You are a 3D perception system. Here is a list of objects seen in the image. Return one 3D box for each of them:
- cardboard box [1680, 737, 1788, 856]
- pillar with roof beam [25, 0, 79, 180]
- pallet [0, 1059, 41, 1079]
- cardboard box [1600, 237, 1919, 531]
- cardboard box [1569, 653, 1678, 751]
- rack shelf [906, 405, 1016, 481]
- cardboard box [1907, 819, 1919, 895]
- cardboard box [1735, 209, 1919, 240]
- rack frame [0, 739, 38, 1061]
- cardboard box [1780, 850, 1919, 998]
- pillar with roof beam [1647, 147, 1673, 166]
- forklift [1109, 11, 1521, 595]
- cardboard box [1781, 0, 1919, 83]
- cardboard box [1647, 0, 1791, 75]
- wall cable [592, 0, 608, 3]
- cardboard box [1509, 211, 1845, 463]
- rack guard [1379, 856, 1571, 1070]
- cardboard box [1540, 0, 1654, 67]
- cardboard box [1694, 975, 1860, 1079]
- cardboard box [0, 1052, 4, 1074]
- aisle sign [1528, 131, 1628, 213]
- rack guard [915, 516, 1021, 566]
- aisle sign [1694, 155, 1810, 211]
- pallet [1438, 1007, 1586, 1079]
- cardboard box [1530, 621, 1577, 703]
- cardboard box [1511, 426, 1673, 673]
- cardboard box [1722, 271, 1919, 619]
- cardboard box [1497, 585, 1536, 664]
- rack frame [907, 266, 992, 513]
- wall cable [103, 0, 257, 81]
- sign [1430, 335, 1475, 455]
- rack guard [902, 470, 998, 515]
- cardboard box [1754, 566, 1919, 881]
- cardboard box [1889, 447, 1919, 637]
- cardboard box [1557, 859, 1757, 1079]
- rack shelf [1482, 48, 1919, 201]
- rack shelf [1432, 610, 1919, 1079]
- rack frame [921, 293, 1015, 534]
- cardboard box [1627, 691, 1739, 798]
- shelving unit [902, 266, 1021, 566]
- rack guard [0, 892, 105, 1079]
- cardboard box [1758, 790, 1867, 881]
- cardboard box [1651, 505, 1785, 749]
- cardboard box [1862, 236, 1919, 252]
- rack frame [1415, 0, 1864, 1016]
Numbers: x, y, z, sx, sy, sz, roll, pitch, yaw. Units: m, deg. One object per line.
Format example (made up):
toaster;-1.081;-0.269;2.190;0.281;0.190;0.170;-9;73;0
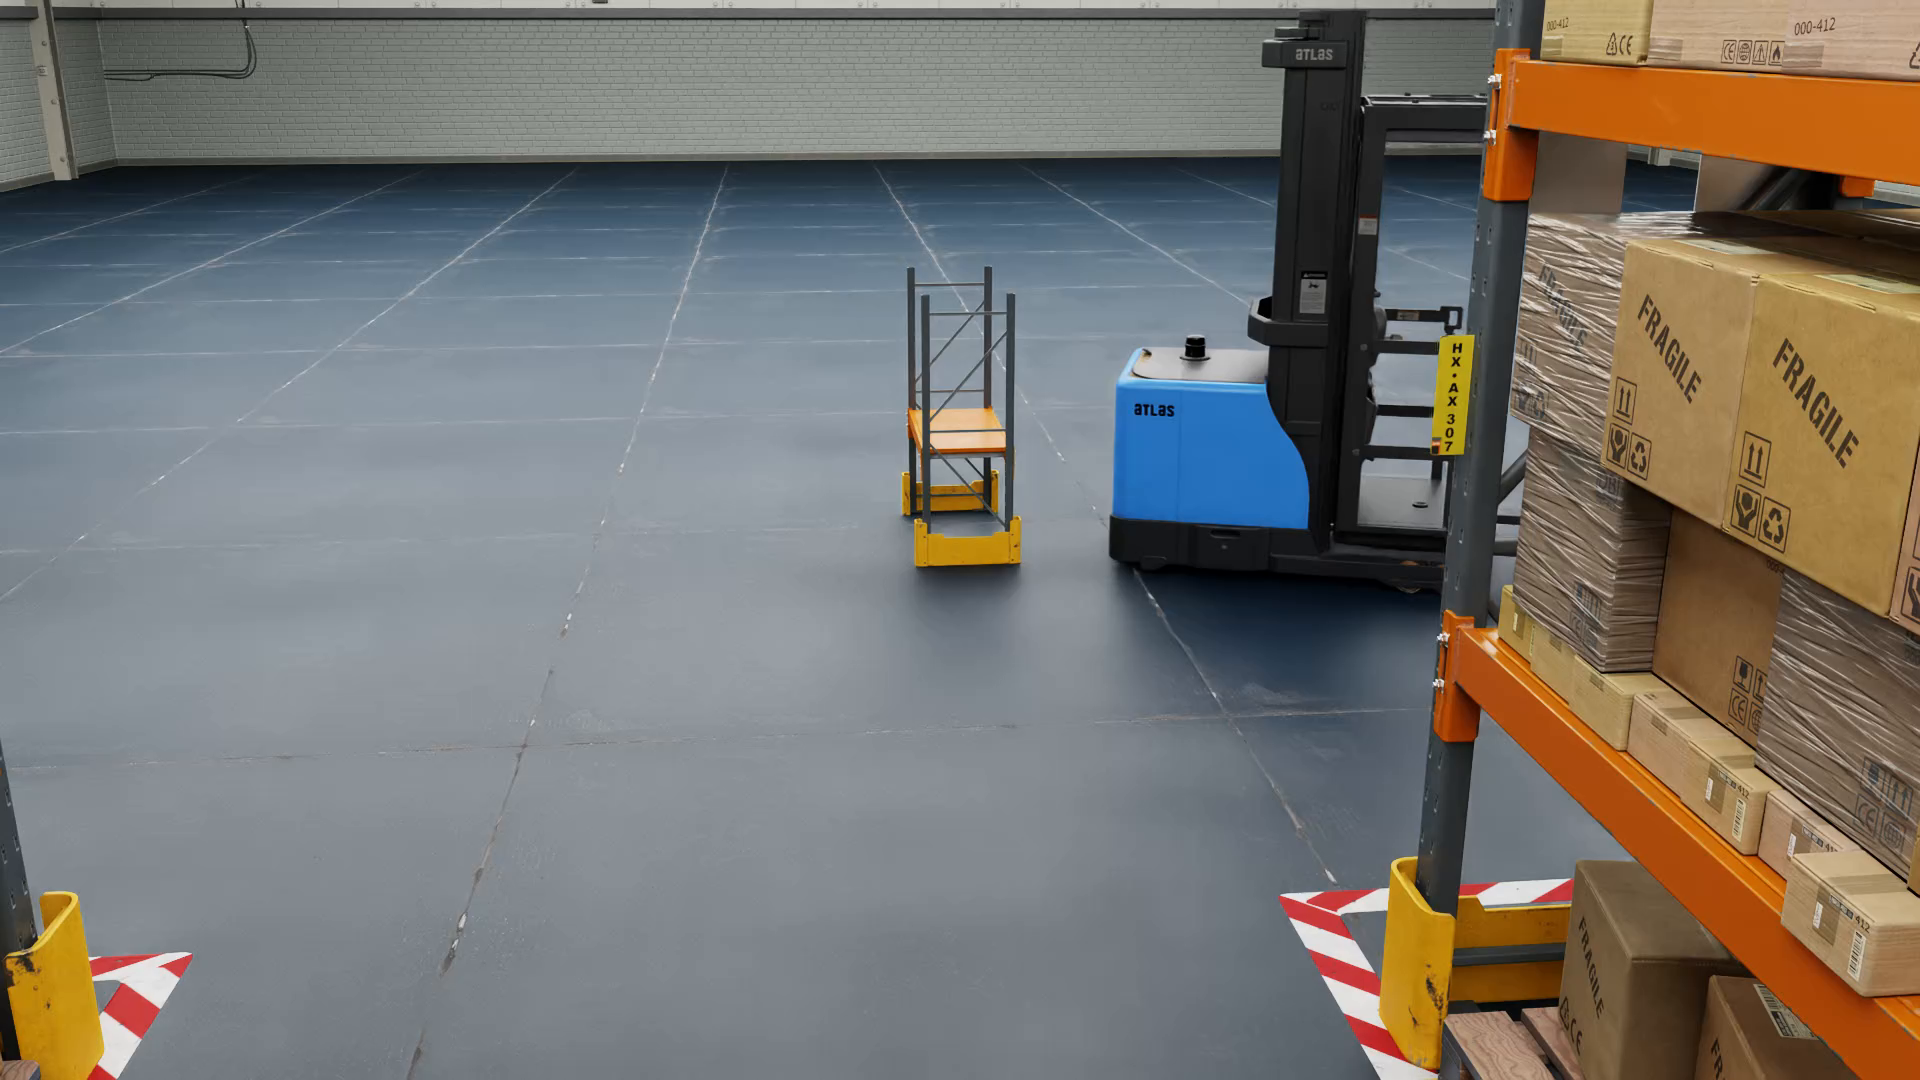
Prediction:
cardboard box;1.737;0.520;3.433;0.380;0.149;0.250;-2;18;-6
pillar with roof beam;-12.568;-11.228;30.419;9.100;9.000;0.400;-2;18;-6
pallet;-2.921;1.698;3.915;1.003;0.211;1.213;-2;18;-6
cardboard box;1.693;-0.336;3.407;0.500;0.500;0.500;-2;18;-6
cardboard box;1.672;0.371;3.906;0.380;0.149;0.250;-2;18;-6
rack shelf;-0.009;-0.569;9.587;0.538;0.185;1.000;-2;18;-6
cardboard box;2.111;0.429;2.639;0.875;0.500;0.500;-2;18;-6
cardboard box;2.165;-0.501;3.933;0.500;0.500;0.500;-2;18;-6
rack frame;-3.082;0.132;4.248;1.000;3.000;0.127;-2;18;-6
cardboard box;1.713;0.671;2.951;0.380;0.149;0.250;-2;18;-6
pillar with roof beam;10.200;-11.935;32.671;9.100;9.000;0.400;-2;18;-6
forklift;2.390;-1.280;8.862;3.031;2.935;1.130;4;18;11
cardboard box;1.761;-0.898;2.772;0.500;0.250;0.500;-2;18;-6
cardboard box;1.714;-1.045;3.242;0.500;0.250;0.500;-2;18;-7
wall cable;-6.395;-13.925;33.331;2.305;6.003;0.169;-2;18;-6
cardboard box;1.648;-0.485;3.882;0.500;0.500;0.500;-2;18;-6
rack guard;1.870;1.224;4.943;1.175;0.500;0.348;-2;18;-6
cardboard box;1.655;-1.199;3.731;0.500;0.250;0.500;-1;17;-4
cardboard box;2.006;1.365;3.794;0.500;0.500;0.500;3;18;9
cardboard box;-2.946;1.146;3.866;0.875;0.875;0.875;-2;18;-5
aisle sign;1.558;-1.240;4.280;0.394;0.787;0.004;-2;18;-6
rack guard;0.044;0.006;9.239;0.587;0.250;0.087;-2;18;-6
aisle sign;2.154;-1.259;4.339;0.394;0.787;0.004;-2;18;-6
pallet;1.919;1.605;4.211;1.003;0.211;1.213;-2;18;-6
cardboard box;1.661;0.296;4.145;0.380;0.149;0.250;-2;18;-6
cardboard box;1.892;-0.016;4.056;0.875;0.500;0.500;-2;18;-6
cardboard box;1.746;-0.187;2.933;0.500;0.500;0.500;-2;18;-6
cardboard box;1.655;0.221;4.384;0.380;0.149;0.250;-2;18;-6
rack frame;-0.061;-0.892;10.016;0.500;1.500;0.032;-2;18;-6
wall cable;-15.839;-10.532;33.386;3.097;2.526;0.112;-2;18;-6
sign;1.323;-0.387;4.457;0.100;0.325;0.005;-2;18;-6
rack guard;-0.059;-0.290;10.185;0.587;0.250;0.087;-2;18;-6
cardboard box;2.071;0.280;3.115;0.875;0.500;0.500;-2;18;-6
cardboard box;1.803;-0.038;2.459;0.500;0.500;0.500;-2;18;-6
cardboard box;1.910;1.188;4.358;0.500;0.500;0.500;1;17;5
rack shelf;2.069;-0.483;2.401;1.077;0.370;4.000;-2;18;-6
rack shelf;2.069;0.948;2.850;1.077;0.370;4.000;-2;18;-6
rack frame;0.044;-0.590;9.051;0.500;1.500;0.032;-2;18;-6
cardboard box;1.719;0.445;3.671;0.380;0.149;0.250;-2;18;-6
shelving unit;-0.008;-0.738;9.525;0.587;1.500;1.083;-2;18;-6
rack guard;-3.084;1.318;4.645;1.175;0.500;0.348;-2;18;-6
cardboard box;1.790;0.593;3.198;0.380;0.149;0.250;-2;18;-6
cardboard box;2.063;0.129;3.593;0.875;0.500;0.500;-2;18;-6
cardboard box;2.222;-0.353;3.459;0.500;0.500;0.500;-2;18;-6
rack frame;1.862;0.009;4.640;1.000;3.000;0.127;-2;18;-6
